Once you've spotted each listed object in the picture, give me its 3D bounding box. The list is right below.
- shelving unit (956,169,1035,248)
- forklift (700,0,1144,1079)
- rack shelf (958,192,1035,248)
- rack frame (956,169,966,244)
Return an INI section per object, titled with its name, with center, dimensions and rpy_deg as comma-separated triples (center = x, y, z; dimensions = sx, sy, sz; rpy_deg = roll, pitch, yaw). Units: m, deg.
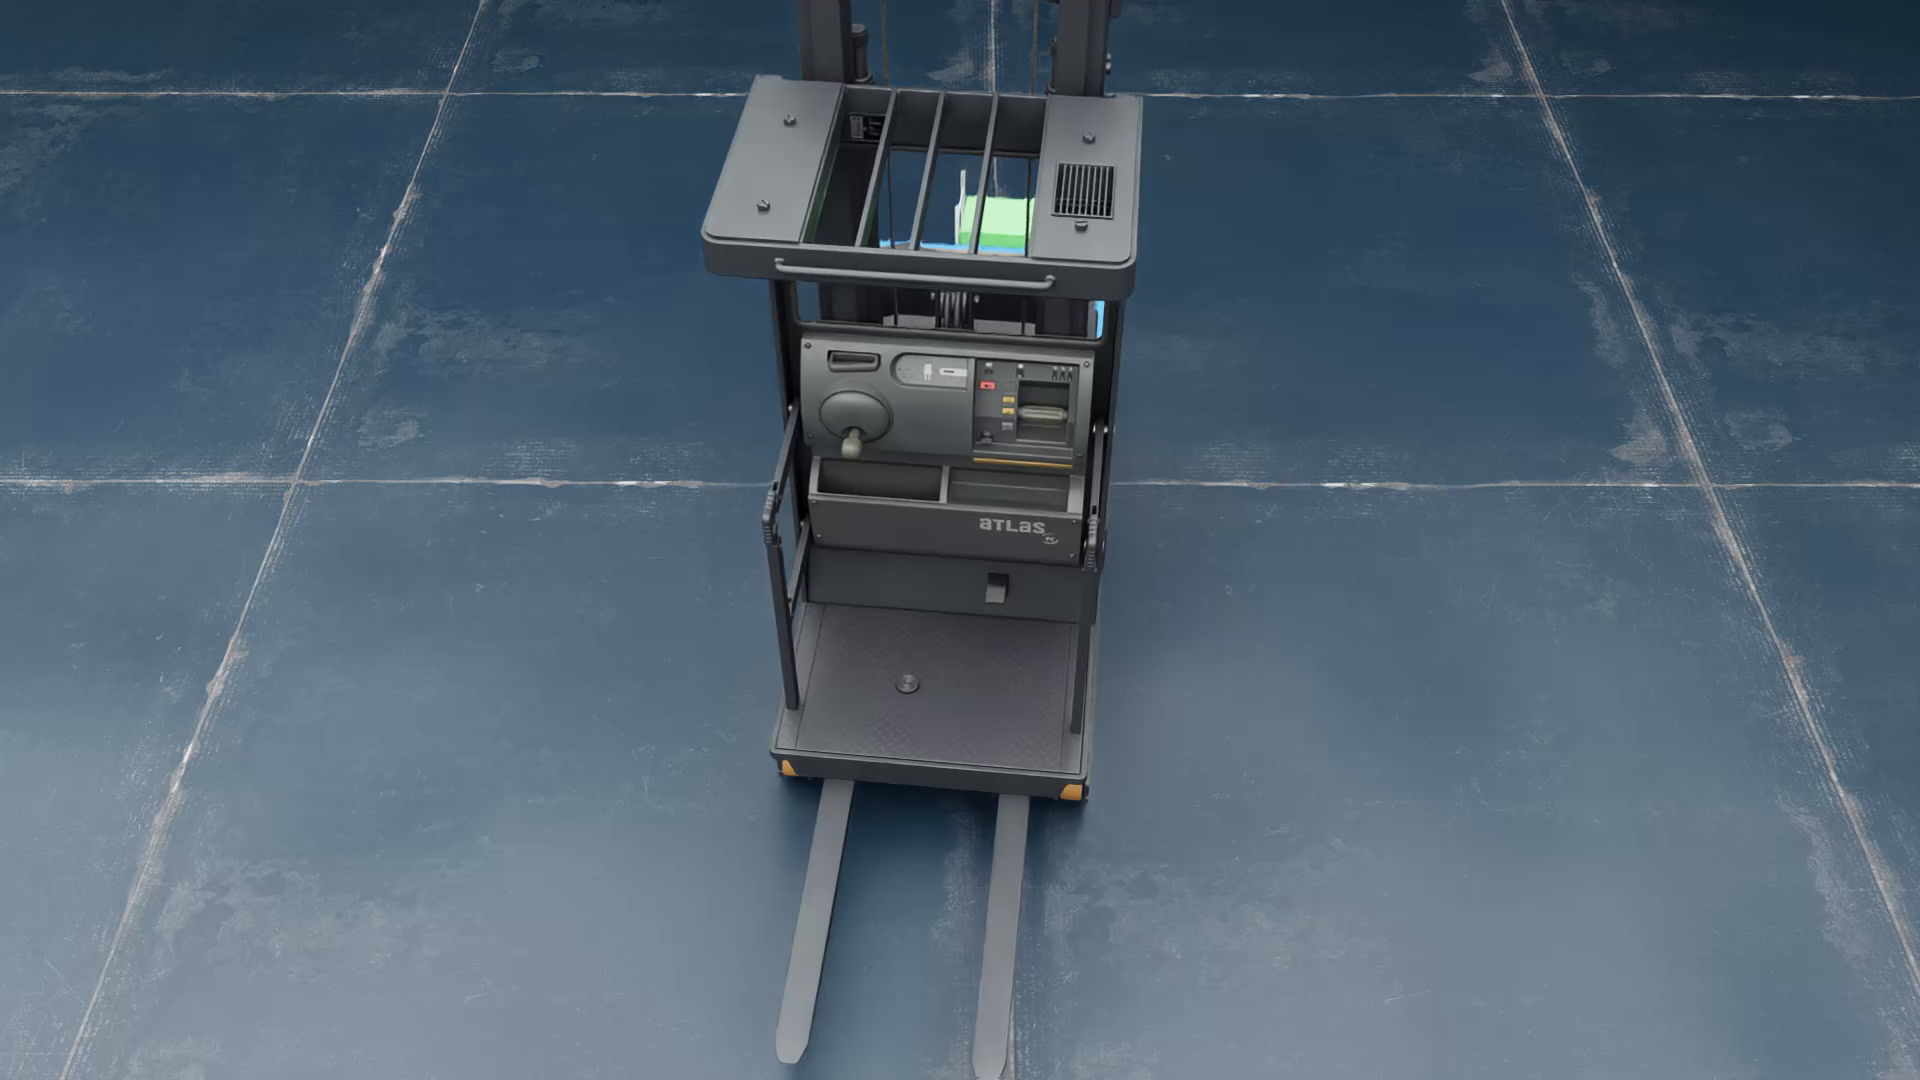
[shelving unit]
center = 0.245, -0.948, 6.893
dimensions = 0.503, 1.200, 0.258
rpy_deg = 4, 47, 4
[forklift]
center = -0.065, -0.337, 5.142
dimensions = 1.130, 2.935, 3.031
rpy_deg = 4, 47, 4
[rack shelf]
center = 0.245, -1.231, 6.589
dimensions = 0.480, 0.148, 0.258
rpy_deg = 4, 47, 4
[rack frame]
center = 0.002, -0.966, 6.910
dimensions = 0.015, 1.200, 0.240
rpy_deg = 4, 47, 4
